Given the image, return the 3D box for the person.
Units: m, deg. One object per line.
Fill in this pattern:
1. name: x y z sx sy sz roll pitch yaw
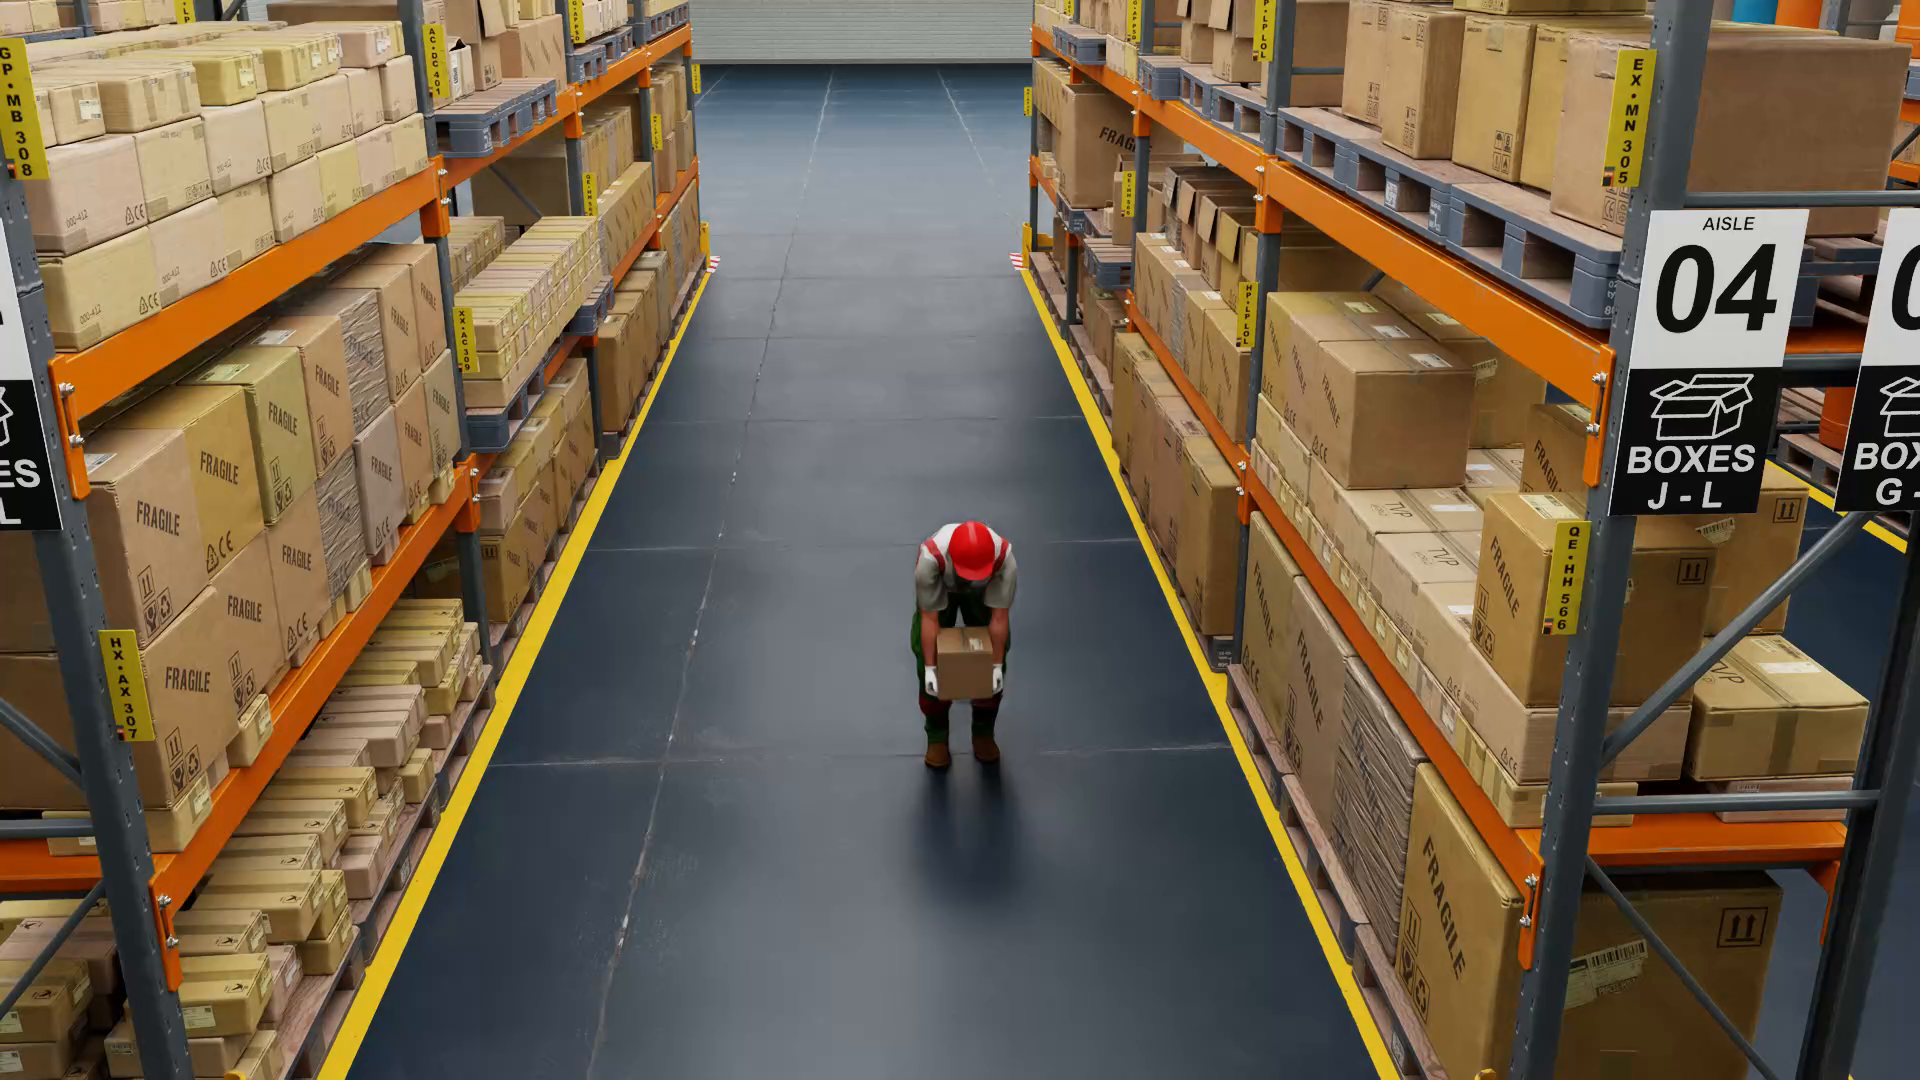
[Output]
1. person: 0.018 0.462 7.854 0.488 1.392 0.888 -2 20 -5
